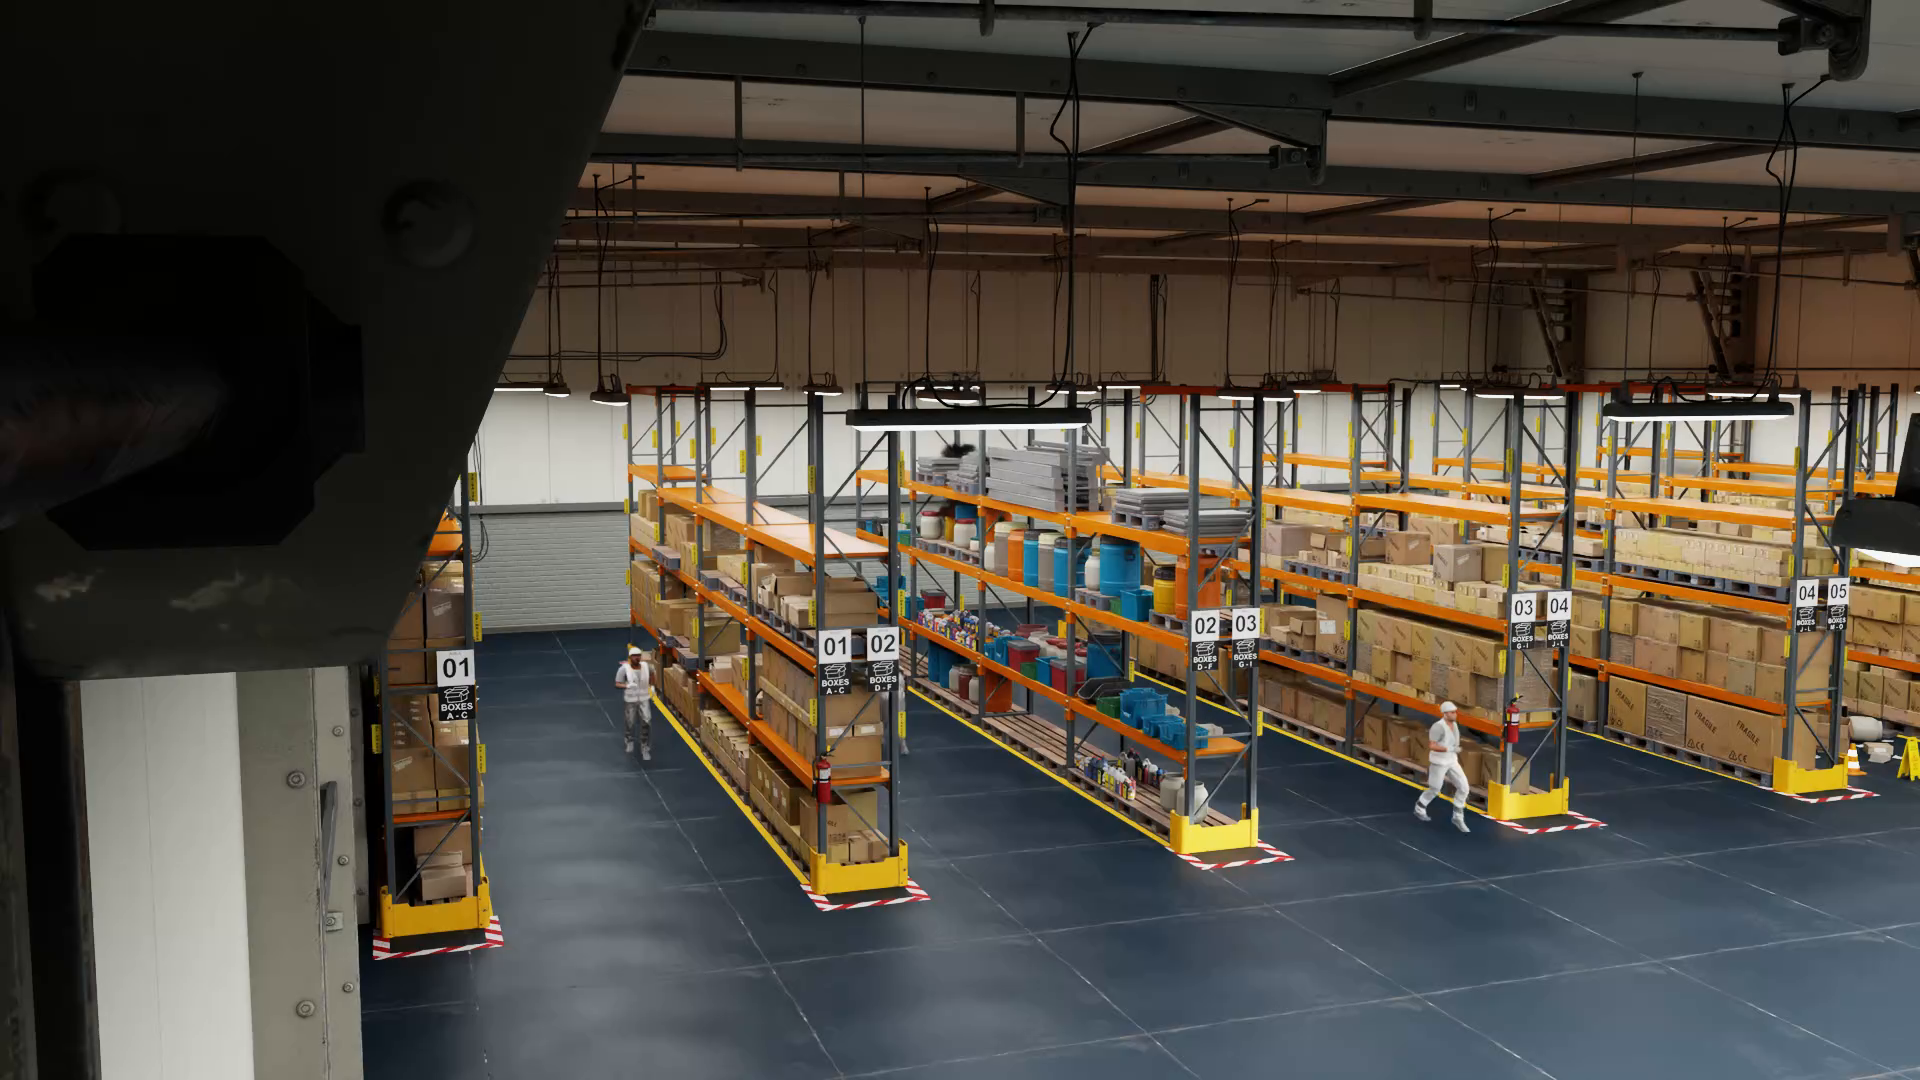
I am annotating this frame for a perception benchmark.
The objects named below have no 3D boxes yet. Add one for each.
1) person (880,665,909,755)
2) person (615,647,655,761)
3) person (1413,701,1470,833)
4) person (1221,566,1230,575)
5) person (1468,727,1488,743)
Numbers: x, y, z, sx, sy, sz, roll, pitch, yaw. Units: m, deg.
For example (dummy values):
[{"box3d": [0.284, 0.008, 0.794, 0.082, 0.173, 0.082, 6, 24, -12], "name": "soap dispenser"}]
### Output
[{"box3d": [-1.096, 2.635, 27.456, 0.575, 1.685, 0.900, -3, 7, -25], "name": "person"}, {"box3d": [-5.270, 2.650, 27.038, 0.704, 1.850, 0.798, -2, 6, -22], "name": "person"}, {"box3d": [6.624, 3.093, 22.864, 0.670, 1.810, 0.848, -4, 7, -34], "name": "person"}, {"box3d": [6.130, 1.435, 38.758, 0.759, 1.732, 0.936, 0, 6, 4], "name": "person"}, {"box3d": [8.972, 2.602, 28.322, 0.644, 1.657, 0.764, -3, 7, -28], "name": "person"}]
